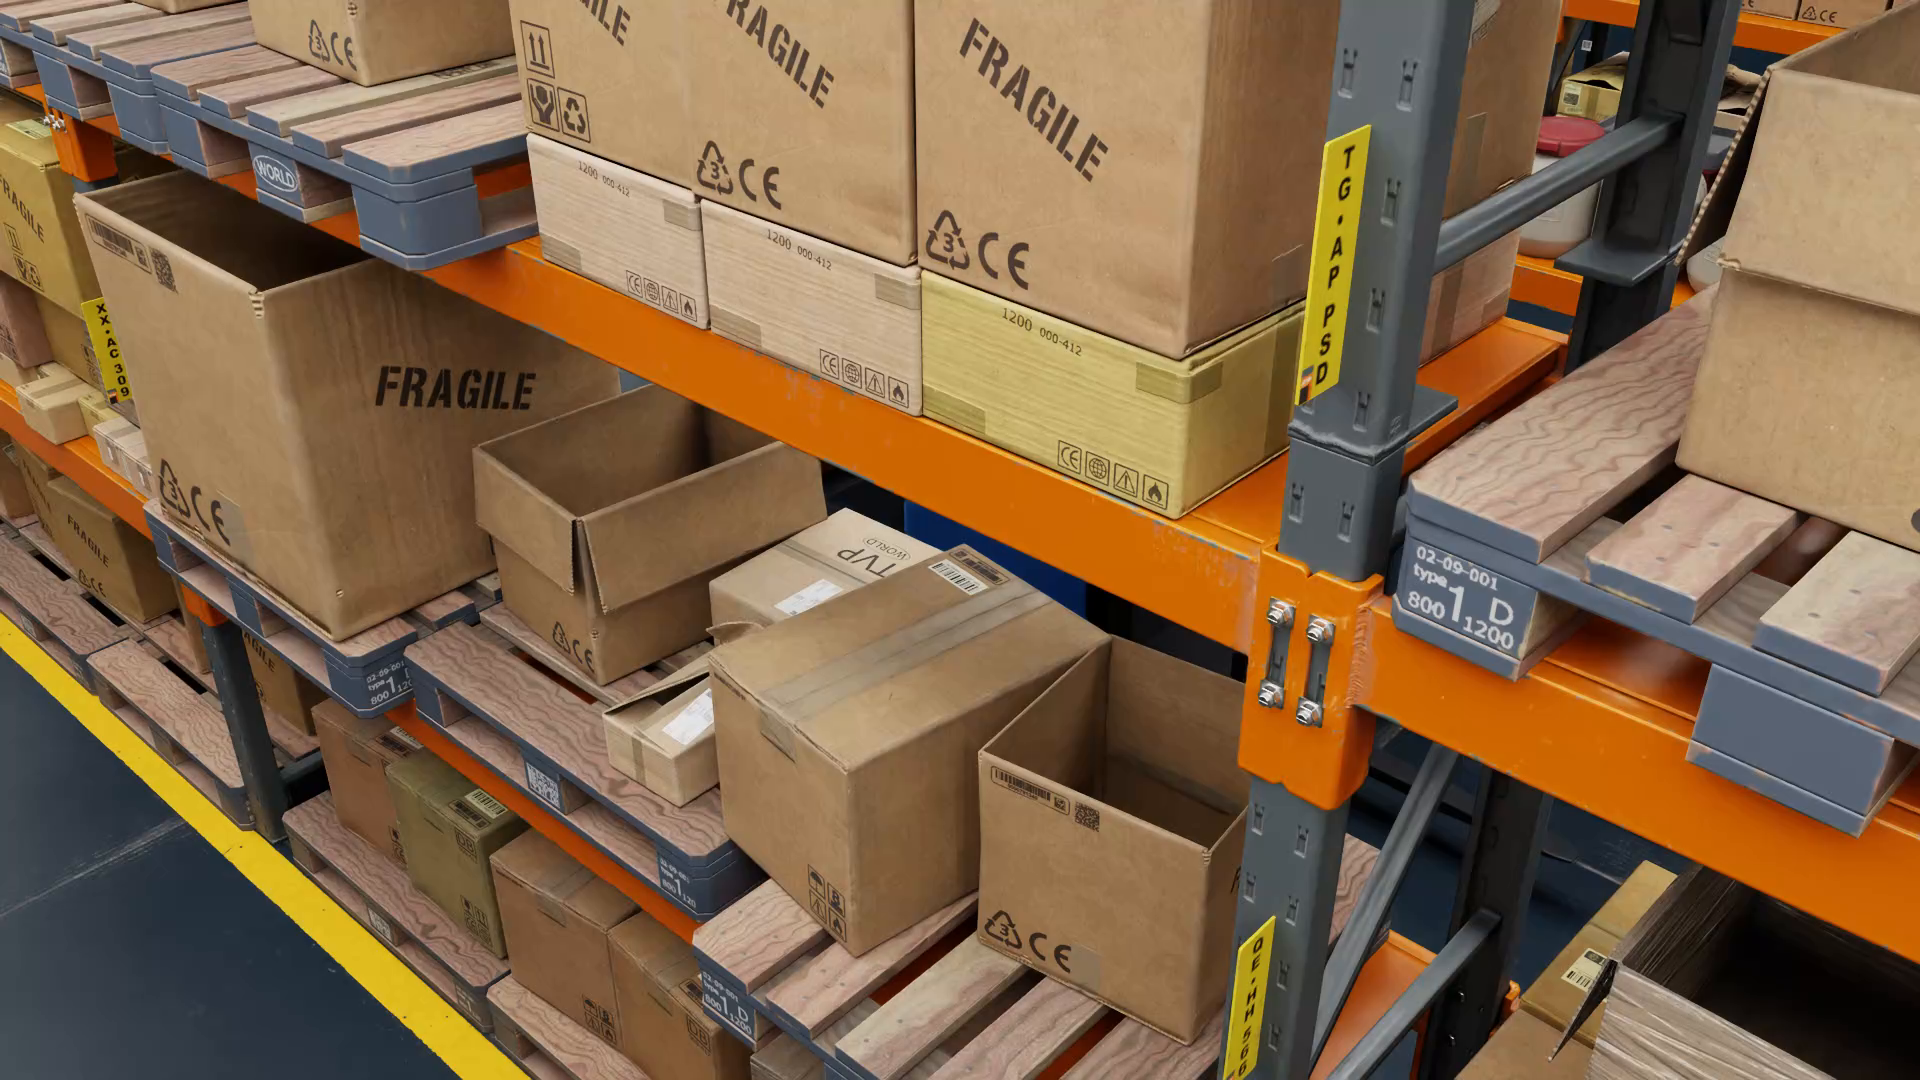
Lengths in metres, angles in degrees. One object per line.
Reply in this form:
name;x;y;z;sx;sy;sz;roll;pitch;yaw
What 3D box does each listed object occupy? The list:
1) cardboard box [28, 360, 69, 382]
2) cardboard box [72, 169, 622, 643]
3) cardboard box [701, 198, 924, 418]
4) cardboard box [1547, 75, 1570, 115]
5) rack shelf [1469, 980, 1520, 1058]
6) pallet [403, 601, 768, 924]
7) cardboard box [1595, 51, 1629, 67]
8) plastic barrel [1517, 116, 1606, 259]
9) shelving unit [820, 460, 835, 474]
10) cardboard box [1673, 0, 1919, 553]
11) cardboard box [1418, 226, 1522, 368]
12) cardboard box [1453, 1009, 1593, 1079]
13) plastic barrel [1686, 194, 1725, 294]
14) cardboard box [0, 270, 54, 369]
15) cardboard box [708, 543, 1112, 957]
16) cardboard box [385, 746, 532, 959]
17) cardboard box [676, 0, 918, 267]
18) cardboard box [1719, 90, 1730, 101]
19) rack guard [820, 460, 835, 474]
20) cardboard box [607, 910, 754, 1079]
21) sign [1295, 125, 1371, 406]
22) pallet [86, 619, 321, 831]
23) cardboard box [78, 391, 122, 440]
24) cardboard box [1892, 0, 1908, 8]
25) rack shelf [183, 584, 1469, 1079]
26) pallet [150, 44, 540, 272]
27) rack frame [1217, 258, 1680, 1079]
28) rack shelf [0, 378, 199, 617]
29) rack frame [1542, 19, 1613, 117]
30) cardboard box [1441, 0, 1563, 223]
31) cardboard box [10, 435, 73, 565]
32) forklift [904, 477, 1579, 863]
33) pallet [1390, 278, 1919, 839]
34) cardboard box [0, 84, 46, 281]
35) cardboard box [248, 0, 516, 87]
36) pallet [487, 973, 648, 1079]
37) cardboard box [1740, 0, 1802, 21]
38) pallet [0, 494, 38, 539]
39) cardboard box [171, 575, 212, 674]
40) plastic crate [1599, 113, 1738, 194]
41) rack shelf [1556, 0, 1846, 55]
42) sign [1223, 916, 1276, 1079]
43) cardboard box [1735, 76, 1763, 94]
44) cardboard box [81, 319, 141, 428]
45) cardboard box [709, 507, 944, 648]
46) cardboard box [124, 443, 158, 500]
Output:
cardboard box;-3.197;-0.639;6.147;0.250;0.149;0.380;25;39;35
cardboard box;-1.664;-0.513;4.705;1.000;1.000;1.000;25;39;35
cardboard box;-0.088;-0.478;2.873;0.500;0.250;0.500;25;39;35
cardboard box;4.351;-3.470;12.864;0.500;0.250;0.500;25;39;35
rack shelf;2.289;1.980;2.250;4.000;0.370;1.077;25;39;35
pallet;-0.689;0.393;4.376;1.213;0.211;1.003;25;39;35
cardboard box;4.984;-3.403;12.210;0.500;0.311;0.500;25;39;35
plastic barrel;2.591;-1.538;7.265;0.433;0.535;0.433;0;31;0
shelving unit;-0.296;-0.788;7.605;1.083;1.500;0.587;26;40;36
cardboard box;1.307;-0.346;2.001;0.797;0.503;0.637;-27;40;-37
cardboard box;0.629;-0.501;2.911;0.500;0.250;0.500;26;40;36
cardboard box;0.984;1.209;2.736;0.500;0.500;0.500;26;40;36
plastic barrel;3.224;-1.236;6.787;0.421;0.512;0.421;0;31;0
cardboard box;-3.237;-1.075;6.242;0.500;0.500;0.875;25;39;35
cardboard box;-0.102;0.430;3.622;0.700;0.500;0.500;-23;38;-33
cardboard box;-1.377;0.871;5.392;0.500;0.500;0.700;25;39;35
cardboard box;-0.103;-0.805;2.689;0.500;0.500;0.500;25;39;35
cardboard box;4.998;-3.020;11.573;0.500;0.311;0.500;25;39;35
rack guard;-0.658;-0.429;8.220;0.087;0.250;0.587;26;40;36
cardboard box;-0.548;1.257;4.750;0.700;0.500;0.500;-26;39;-36
sign;0.441;-0.320;1.964;0.005;0.325;0.100;25;39;35
pallet;-2.681;0.571;6.597;1.213;0.211;1.003;25;39;35
cardboard box;-2.840;-0.459;5.847;0.250;0.149;0.380;25;39;35
cardboard box;6.202;-3.424;10.433;0.500;0.500;0.500;23;38;33
rack shelf;-0.676;0.596;4.549;4.000;0.370;1.077;25;39;35
pallet;-1.002;-0.997;3.772;1.003;0.211;1.213;25;39;35
rack frame;0.806;0.980;3.214;0.127;3.000;1.000;25;39;35
rack shelf;-3.642;-0.789;6.849;4.000;0.370;1.077;25;39;35
rack frame;4.491;-4.191;11.804;0.127;3.000;1.000;25;39;35
cardboard box;0.631;-0.823;2.719;0.500;0.500;0.500;25;39;36
cardboard box;-3.756;-0.258;7.286;0.500;0.500;0.500;-25;39;-35
forklift;1.163;-0.653;5.993;3.031;2.935;1.130;26;40;36
pallet;1.319;-0.022;2.153;1.003;0.211;1.213;27;40;37
cardboard box;-3.049;-1.226;5.524;0.500;0.500;0.500;25;39;35
cardboard box;-1.178;-1.388;3.731;0.637;0.503;0.797;27;40;37
pallet;-0.672;1.481;5.085;1.213;0.211;1.003;25;39;35
cardboard box;5.440;-3.780;11.024;0.500;0.500;0.500;-26;40;-36
pallet;-4.490;-0.273;7.999;1.213;0.211;1.003;25;39;35
cardboard box;-2.859;0.137;6.630;0.500;0.500;0.500;-16;35;-25
plastic crate;3.137;-1.618;7.467;0.583;0.464;0.402;25;39;35
rack shelf;5.974;-3.191;10.840;4.000;0.370;1.077;25;39;35
sign;0.449;0.728;2.586;0.005;0.325;0.100;25;39;35
cardboard box;5.742;-3.052;11.626;0.500;0.311;0.500;25;39;35
cardboard box;-2.451;-0.754;5.709;0.500;0.500;0.875;25;39;35
cardboard box;-0.282;0.196;4.254;0.500;0.250;0.500;24;38;34
cardboard box;-2.516;-0.259;5.515;0.250;0.149;0.380;25;39;35
